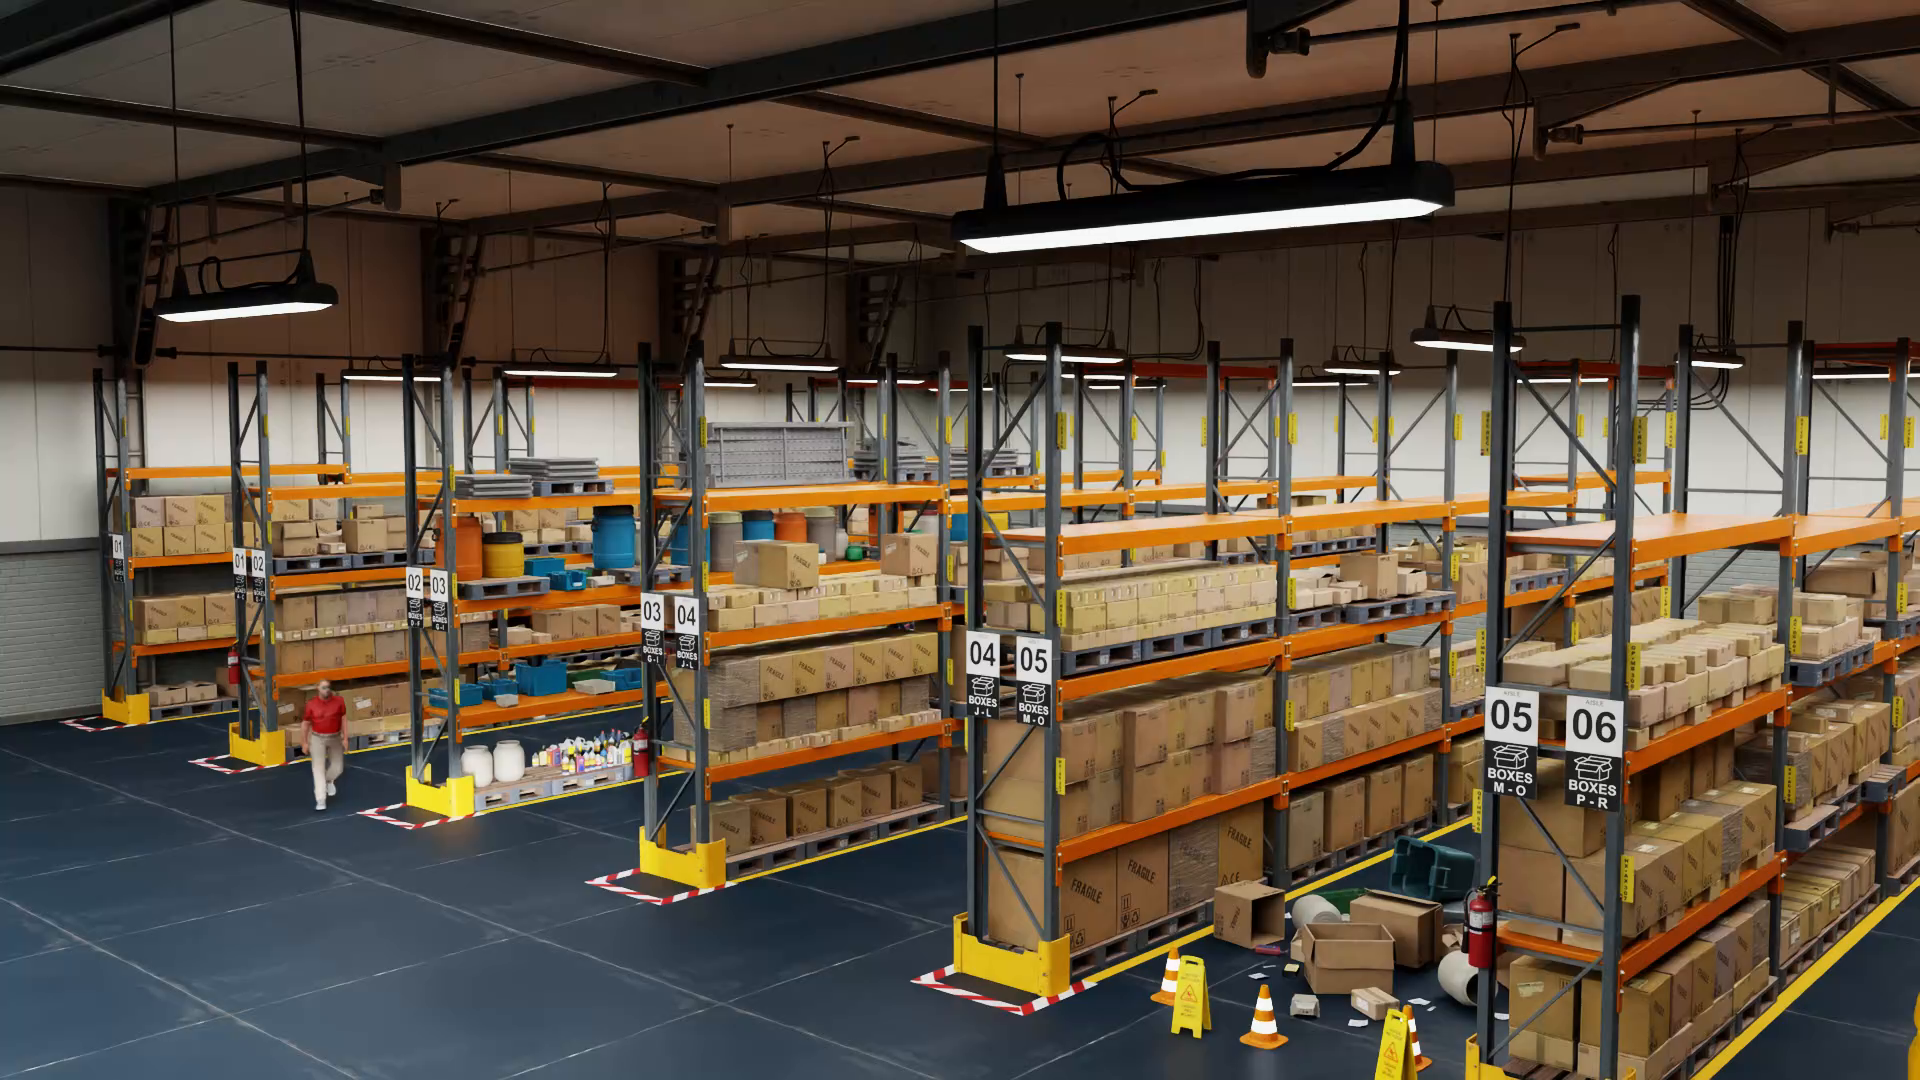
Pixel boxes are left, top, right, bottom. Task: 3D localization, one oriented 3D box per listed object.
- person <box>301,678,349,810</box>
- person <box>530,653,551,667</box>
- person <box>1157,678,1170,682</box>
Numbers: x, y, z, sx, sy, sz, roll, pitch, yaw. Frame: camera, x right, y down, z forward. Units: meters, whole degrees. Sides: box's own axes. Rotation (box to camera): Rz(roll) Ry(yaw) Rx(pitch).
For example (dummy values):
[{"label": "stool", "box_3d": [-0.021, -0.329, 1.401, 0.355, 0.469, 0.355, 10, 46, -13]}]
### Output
[{"label": "person", "box_3d": [-8.496, 2.678, 22.248, 0.571, 1.683, 0.958, -3, 5, -32]}, {"label": "person", "box_3d": [-7.744, 2.098, 30.822, 0.480, 1.603, 0.535, 2, 5, 30]}, {"label": "person", "box_3d": [2.801, 2.689, 23.056, 0.474, 1.571, 0.516, -4, 6, -43]}]
